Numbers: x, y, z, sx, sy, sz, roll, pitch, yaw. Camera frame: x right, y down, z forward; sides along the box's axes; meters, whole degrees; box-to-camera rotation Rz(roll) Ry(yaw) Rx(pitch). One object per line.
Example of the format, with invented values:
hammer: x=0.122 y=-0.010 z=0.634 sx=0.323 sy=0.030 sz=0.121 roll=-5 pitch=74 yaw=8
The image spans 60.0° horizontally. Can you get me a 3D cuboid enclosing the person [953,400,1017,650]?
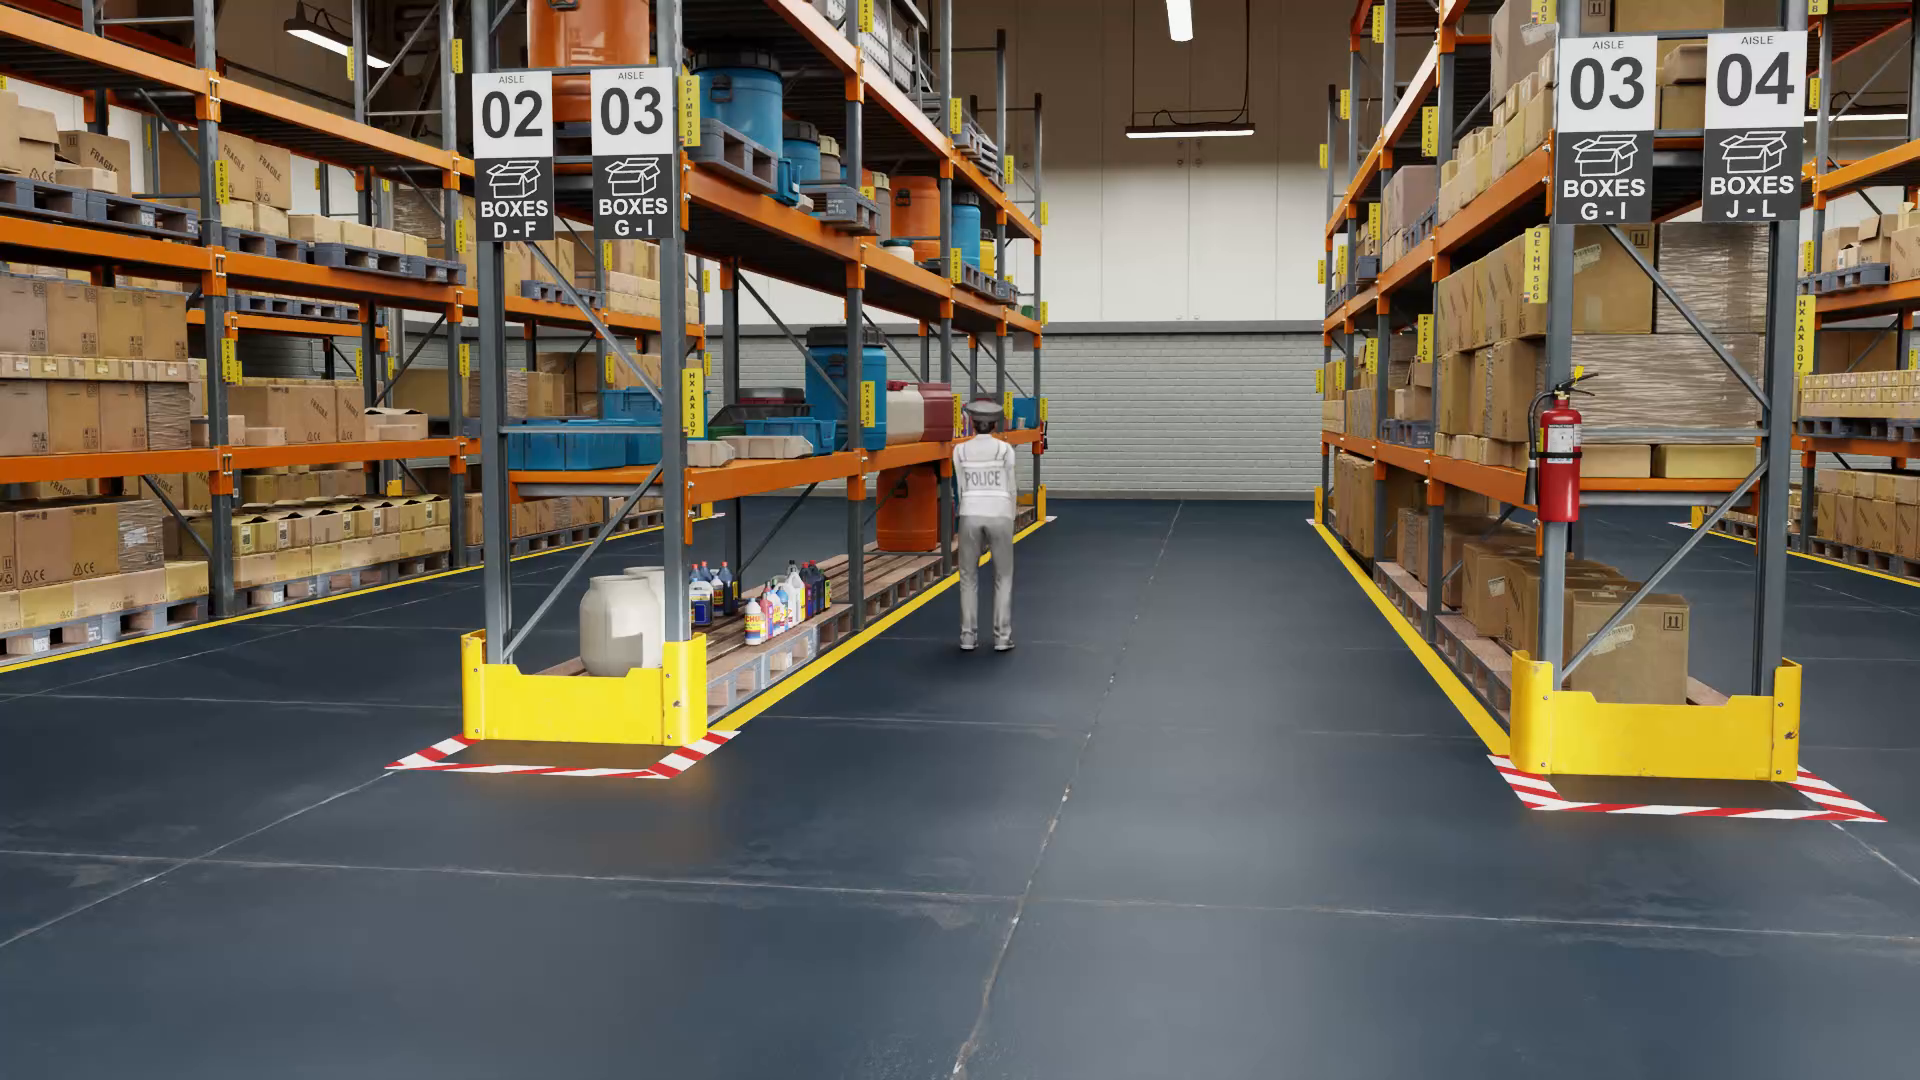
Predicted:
person: x=0.170 y=-0.103 z=11.176 sx=0.416 sy=1.674 sz=0.535 roll=1 pitch=5 yaw=8
